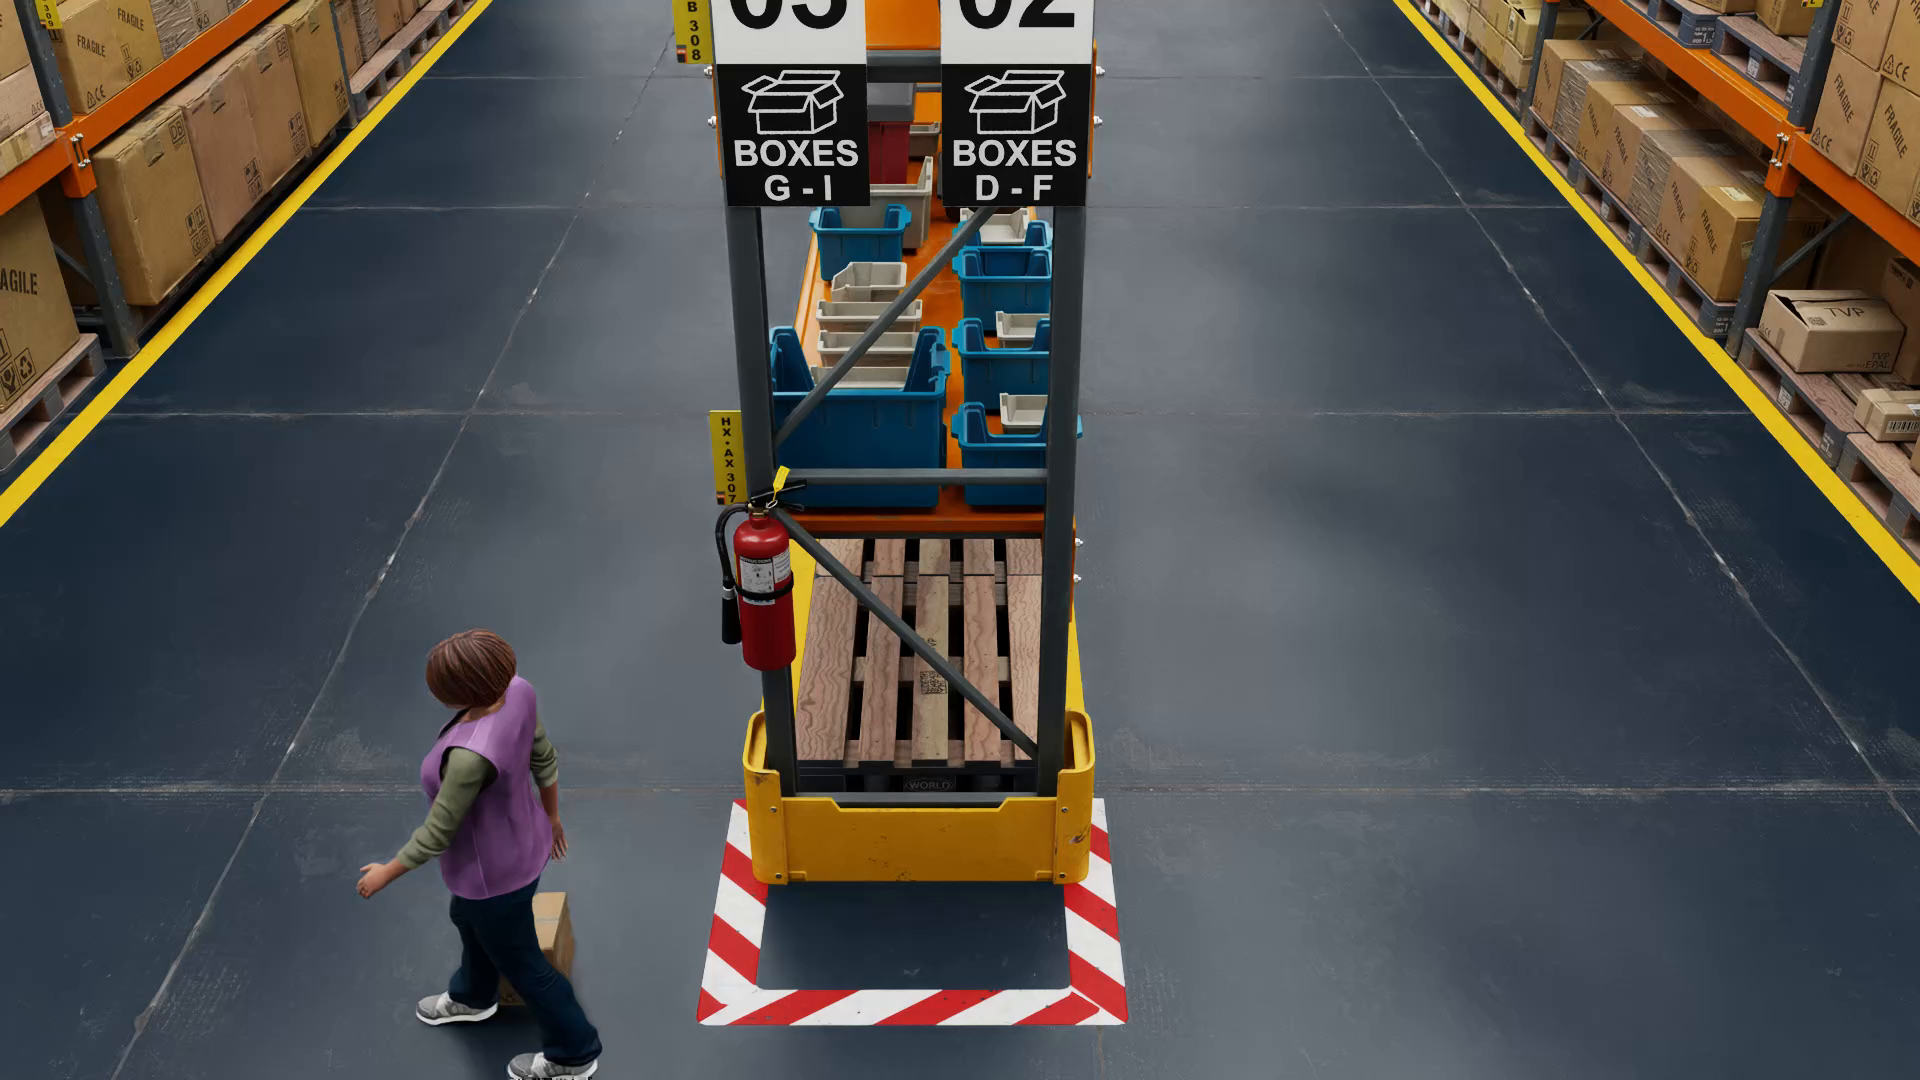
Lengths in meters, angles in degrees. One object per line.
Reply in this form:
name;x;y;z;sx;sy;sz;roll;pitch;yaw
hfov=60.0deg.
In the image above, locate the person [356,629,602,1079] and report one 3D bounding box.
person;-1.396;0.907;4.684;0.646;1.590;0.436;1;32;2
